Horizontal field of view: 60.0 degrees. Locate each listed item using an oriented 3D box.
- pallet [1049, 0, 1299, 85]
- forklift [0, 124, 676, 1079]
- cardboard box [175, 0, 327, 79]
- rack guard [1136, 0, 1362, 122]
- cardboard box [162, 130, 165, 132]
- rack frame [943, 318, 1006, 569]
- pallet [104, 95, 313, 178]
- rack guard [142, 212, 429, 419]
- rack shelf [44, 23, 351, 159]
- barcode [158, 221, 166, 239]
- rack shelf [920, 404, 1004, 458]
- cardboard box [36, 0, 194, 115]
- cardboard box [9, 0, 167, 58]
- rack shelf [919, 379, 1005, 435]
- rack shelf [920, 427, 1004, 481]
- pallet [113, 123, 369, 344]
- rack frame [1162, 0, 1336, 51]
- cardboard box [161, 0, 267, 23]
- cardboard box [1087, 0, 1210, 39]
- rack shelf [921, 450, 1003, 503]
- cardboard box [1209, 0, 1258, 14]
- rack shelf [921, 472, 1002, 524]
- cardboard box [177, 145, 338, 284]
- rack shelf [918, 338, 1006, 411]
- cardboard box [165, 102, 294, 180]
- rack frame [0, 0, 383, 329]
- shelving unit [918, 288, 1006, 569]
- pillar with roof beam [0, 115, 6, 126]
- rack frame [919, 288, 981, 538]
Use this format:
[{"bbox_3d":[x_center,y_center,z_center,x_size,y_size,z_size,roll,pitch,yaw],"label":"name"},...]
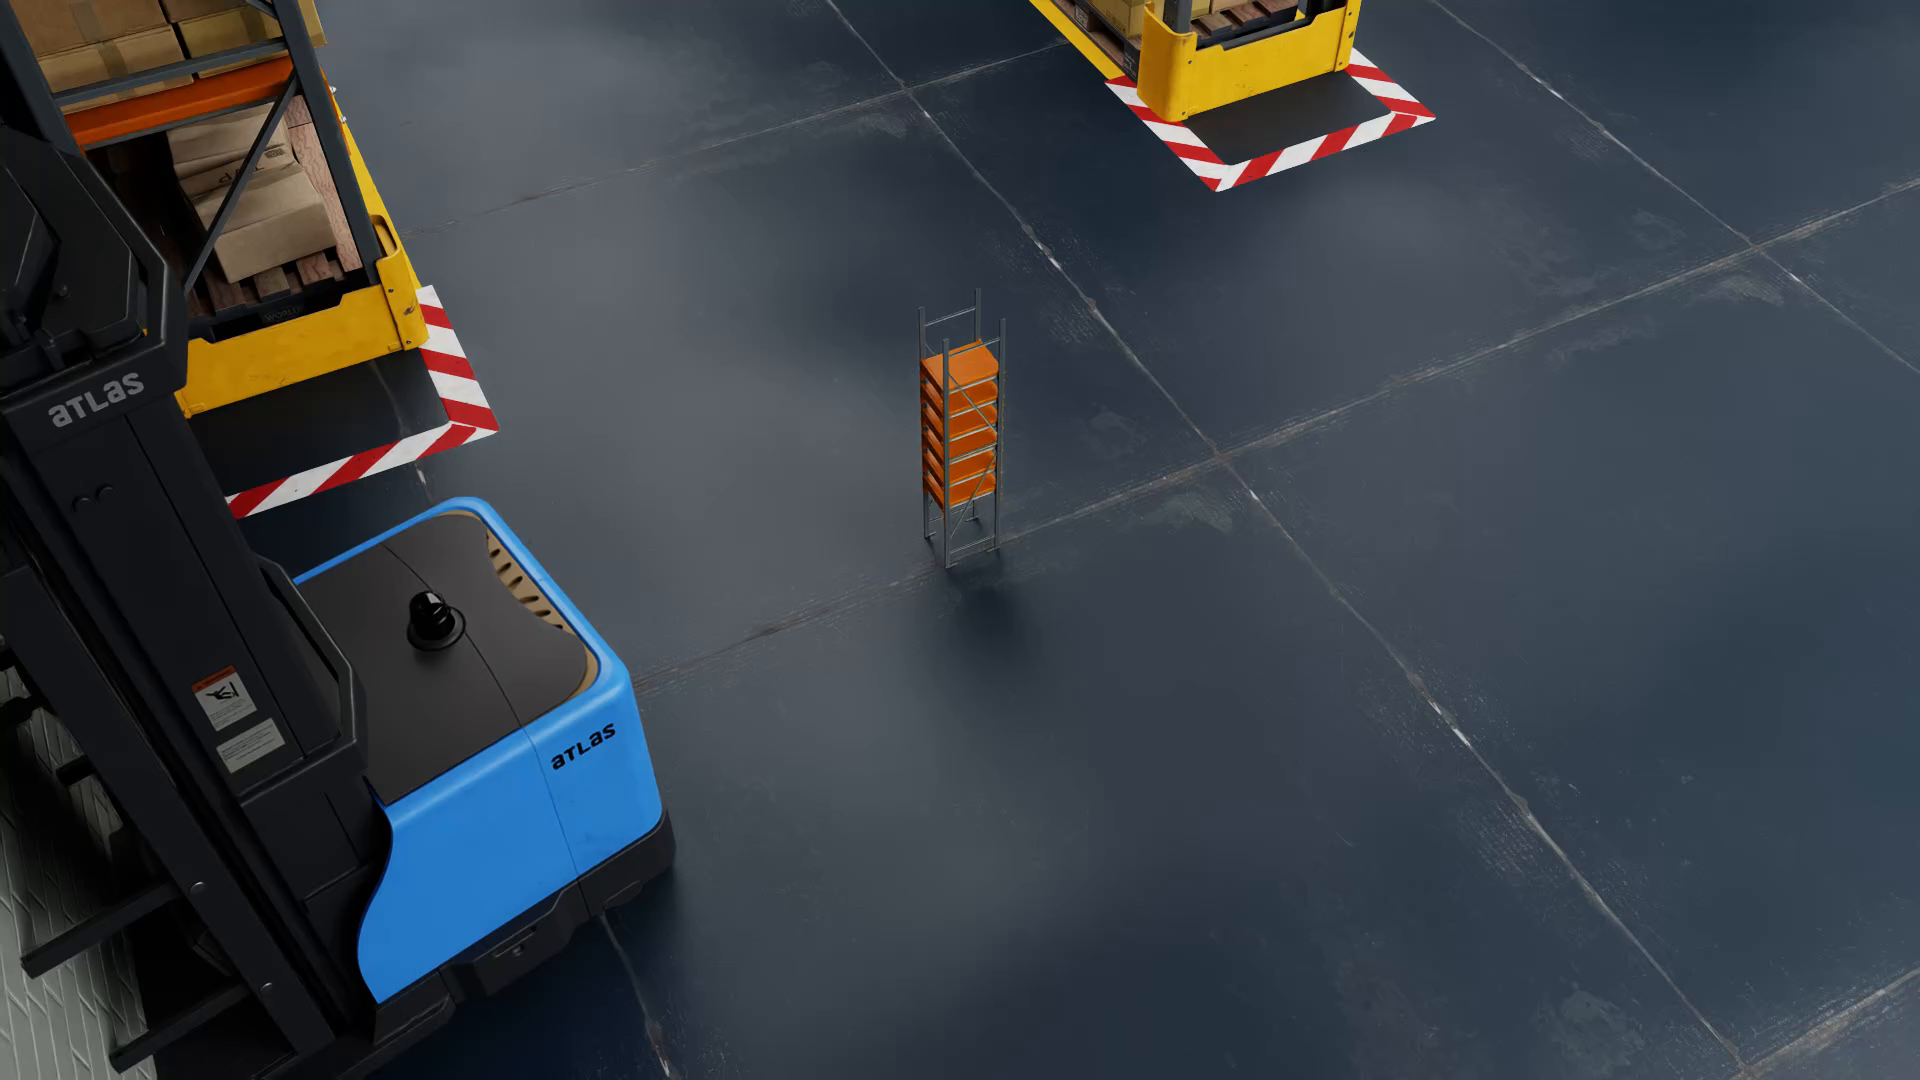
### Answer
[{"bbox_3d":[1.099,-3.021,9.145,1.003,0.211,1.213,-21,52,-18],"label":"pallet"},{"bbox_3d":[-2.426,0.554,4.211,3.031,2.935,1.130,-31,56,-24],"label":"forklift"},{"bbox_3d":[-2.858,-2.126,6.596,0.500,0.250,0.500,-23,53,-19],"label":"cardboard box"},{"bbox_3d":[1.497,-2.603,8.587,1.175,0.500,0.348,-21,52,-18],"label":"rack guard"},{"bbox_3d":[-3.706,-2.439,8.151,0.700,0.500,0.500,-24,53,-20],"label":"cardboard box"},{"bbox_3d":[0.048,-0.324,6.129,0.240,1.200,0.006,-21,52,-18],"label":"rack frame"},{"bbox_3d":[-3.846,-2.237,8.459,1.003,0.211,1.213,-21,52,-18],"label":"pallet"},{"bbox_3d":[-2.952,-0.961,7.151,1.175,0.500,0.348,-21,52,-18],"label":"rack guard"},{"bbox_3d":[-3.832,-2.835,7.607,1.077,0.370,4.000,-21,52,-18],"label":"rack shelf"},{"bbox_3d":[-3.517,-1.364,7.331,0.001,0.075,0.075,-21,52,-18],"label":"barcode"},{"bbox_3d":[0.007,-0.435,6.126,0.258,0.103,0.180,-21,52,-18],"label":"rack shelf"},{"bbox_3d":[-3.303,-1.936,6.430,0.500,0.250,0.500,-20,52,-17],"label":"cardboard box"},{"bbox_3d":[-3.322,-2.179,6.144,0.500,0.500,0.500,-22,52,-18],"label":"cardboard box"},{"bbox_3d":[0.007,-0.514,6.035,0.258,0.103,0.180,-21,52,-18],"label":"rack shelf"},{"bbox_3d":[0.007,-0.356,6.216,0.258,0.103,0.180,-21,52,-18],"label":"rack shelf"},{"bbox_3d":[-3.292,-1.422,7.746,1.003,0.211,1.213,-21,52,-18],"label":"pallet"},{"bbox_3d":[1.486,-3.442,7.660,1.000,3.000,0.127,-21,52,-18],"label":"rack frame"},{"bbox_3d":[-2.868,-2.360,6.302,0.500,0.500,0.500,-21,52,-17],"label":"cardboard box"},{"bbox_3d":[0.978,-2.932,8.762,0.500,0.250,0.500,-21,52,-18],"label":"cardboard box"},{"bbox_3d":[0.007,-0.277,6.306,0.258,0.103,0.180,-21,52,-18],"label":"rack shelf"},{"bbox_3d":[1.438,-3.110,8.918,0.500,0.250,0.500,-21,52,-18],"label":"cardboard box"},{"bbox_3d":[0.007,-0.198,6.397,0.258,0.103,0.180,-21,52,-18],"label":"rack shelf"},{"bbox_3d":[-3.153,-1.487,7.444,0.500,0.311,0.500,-27,54,-21],"label":"cardboard box"},{"bbox_3d":[0.007,-0.593,5.945,0.258,0.103,0.180,-21,52,-18],"label":"rack shelf"},{"bbox_3d":[-3.414,-1.868,7.778,0.500,0.311,0.500,-17,51,-15],"label":"cardboard box"},{"bbox_3d":[-2.917,-1.733,6.166,1.000,3.000,0.127,-21,52,-18],"label":"rack frame"},{"bbox_3d":[0.007,-0.385,6.183,0.258,1.200,0.189,-21,52,-18],"label":"shelving unit"},{"bbox_3d":[-0.178,-5.361,5.353,9.100,9.000,0.400,-21,52,-18],"label":"pillar with roof beam"},{"bbox_3d":[-0.035,-0.447,6.236,0.240,1.200,0.006,-21,52,-18],"label":"rack frame"}]
